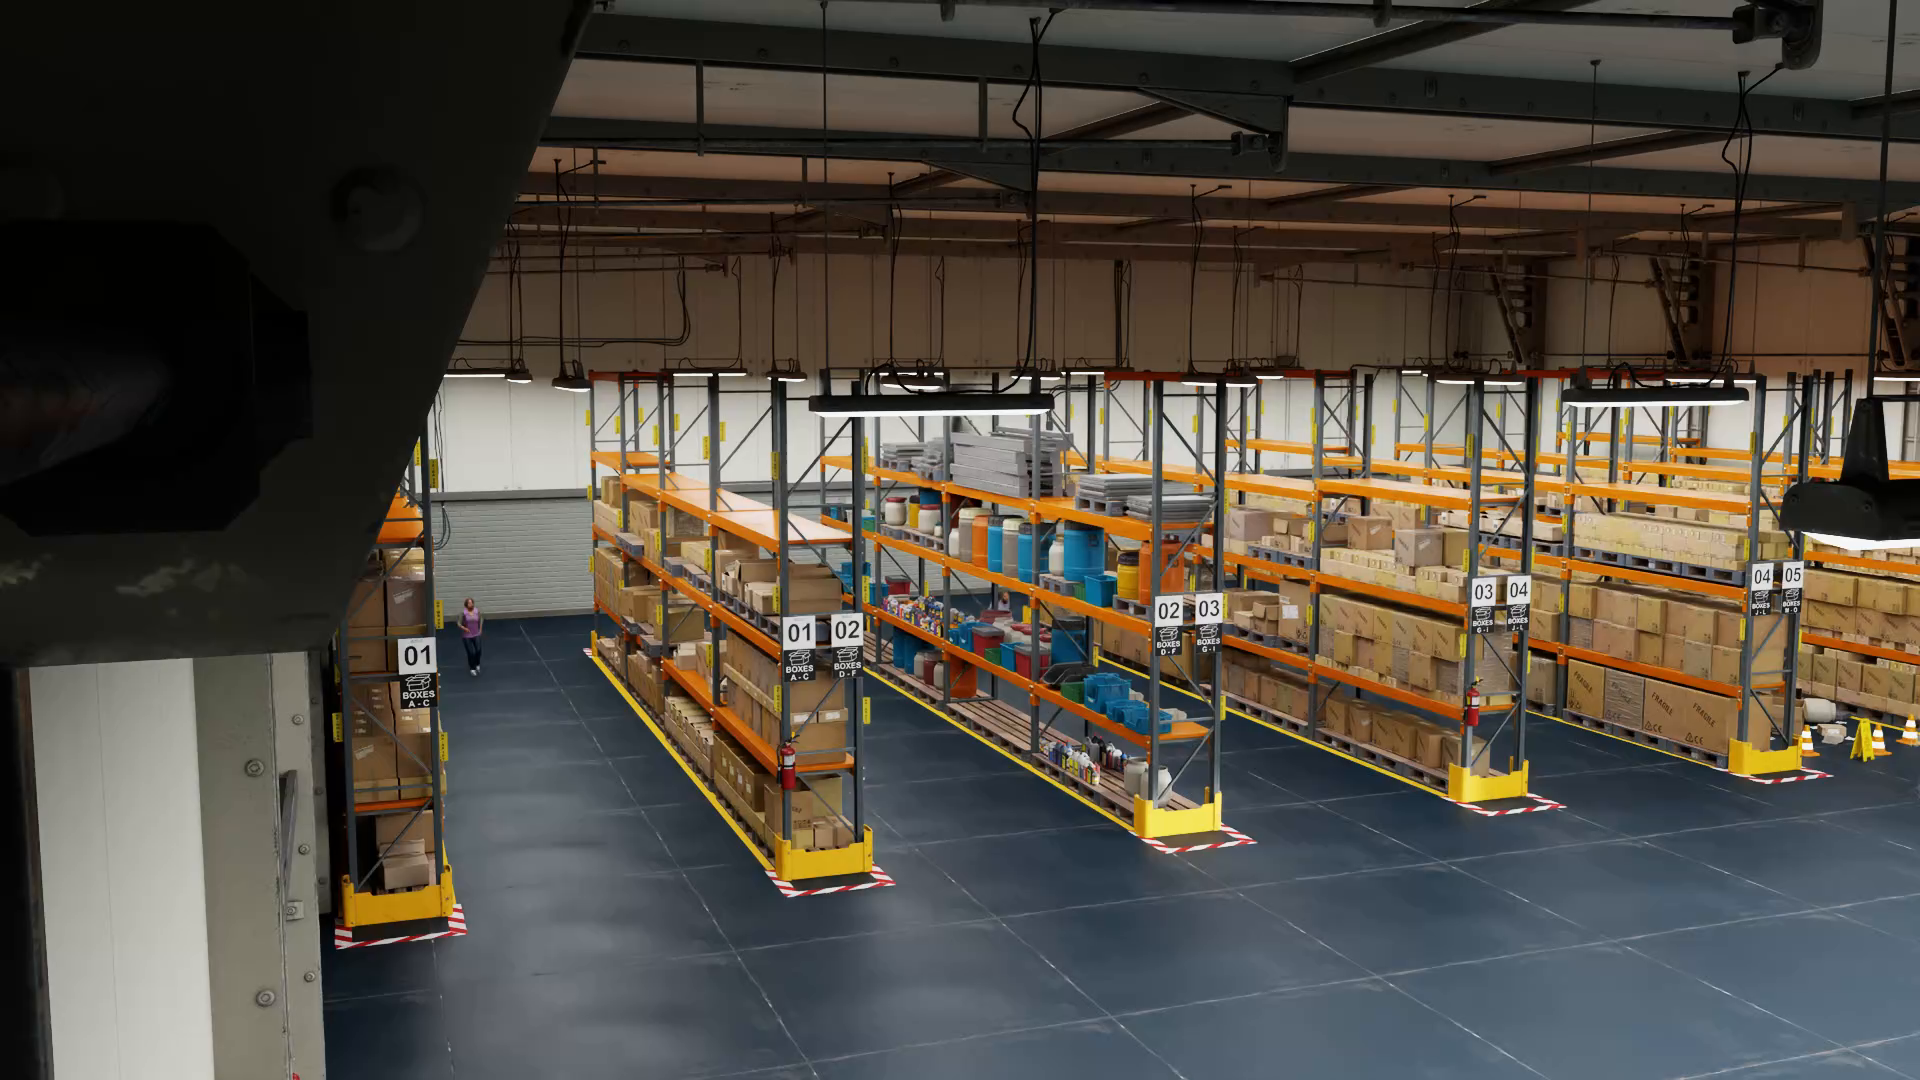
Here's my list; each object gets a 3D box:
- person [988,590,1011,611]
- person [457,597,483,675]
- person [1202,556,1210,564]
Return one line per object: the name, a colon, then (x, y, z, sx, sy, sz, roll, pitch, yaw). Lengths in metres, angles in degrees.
person: (0.759, 1.695, 33.362, 0.605, 1.442, 0.971, -4, 7, -31)
person: (-9.599, 1.905, 32.668, 0.536, 1.558, 0.572, -3, 7, -26)
person: (5.659, 1.191, 38.417, 0.682, 1.747, 0.599, -2, 7, -18)
